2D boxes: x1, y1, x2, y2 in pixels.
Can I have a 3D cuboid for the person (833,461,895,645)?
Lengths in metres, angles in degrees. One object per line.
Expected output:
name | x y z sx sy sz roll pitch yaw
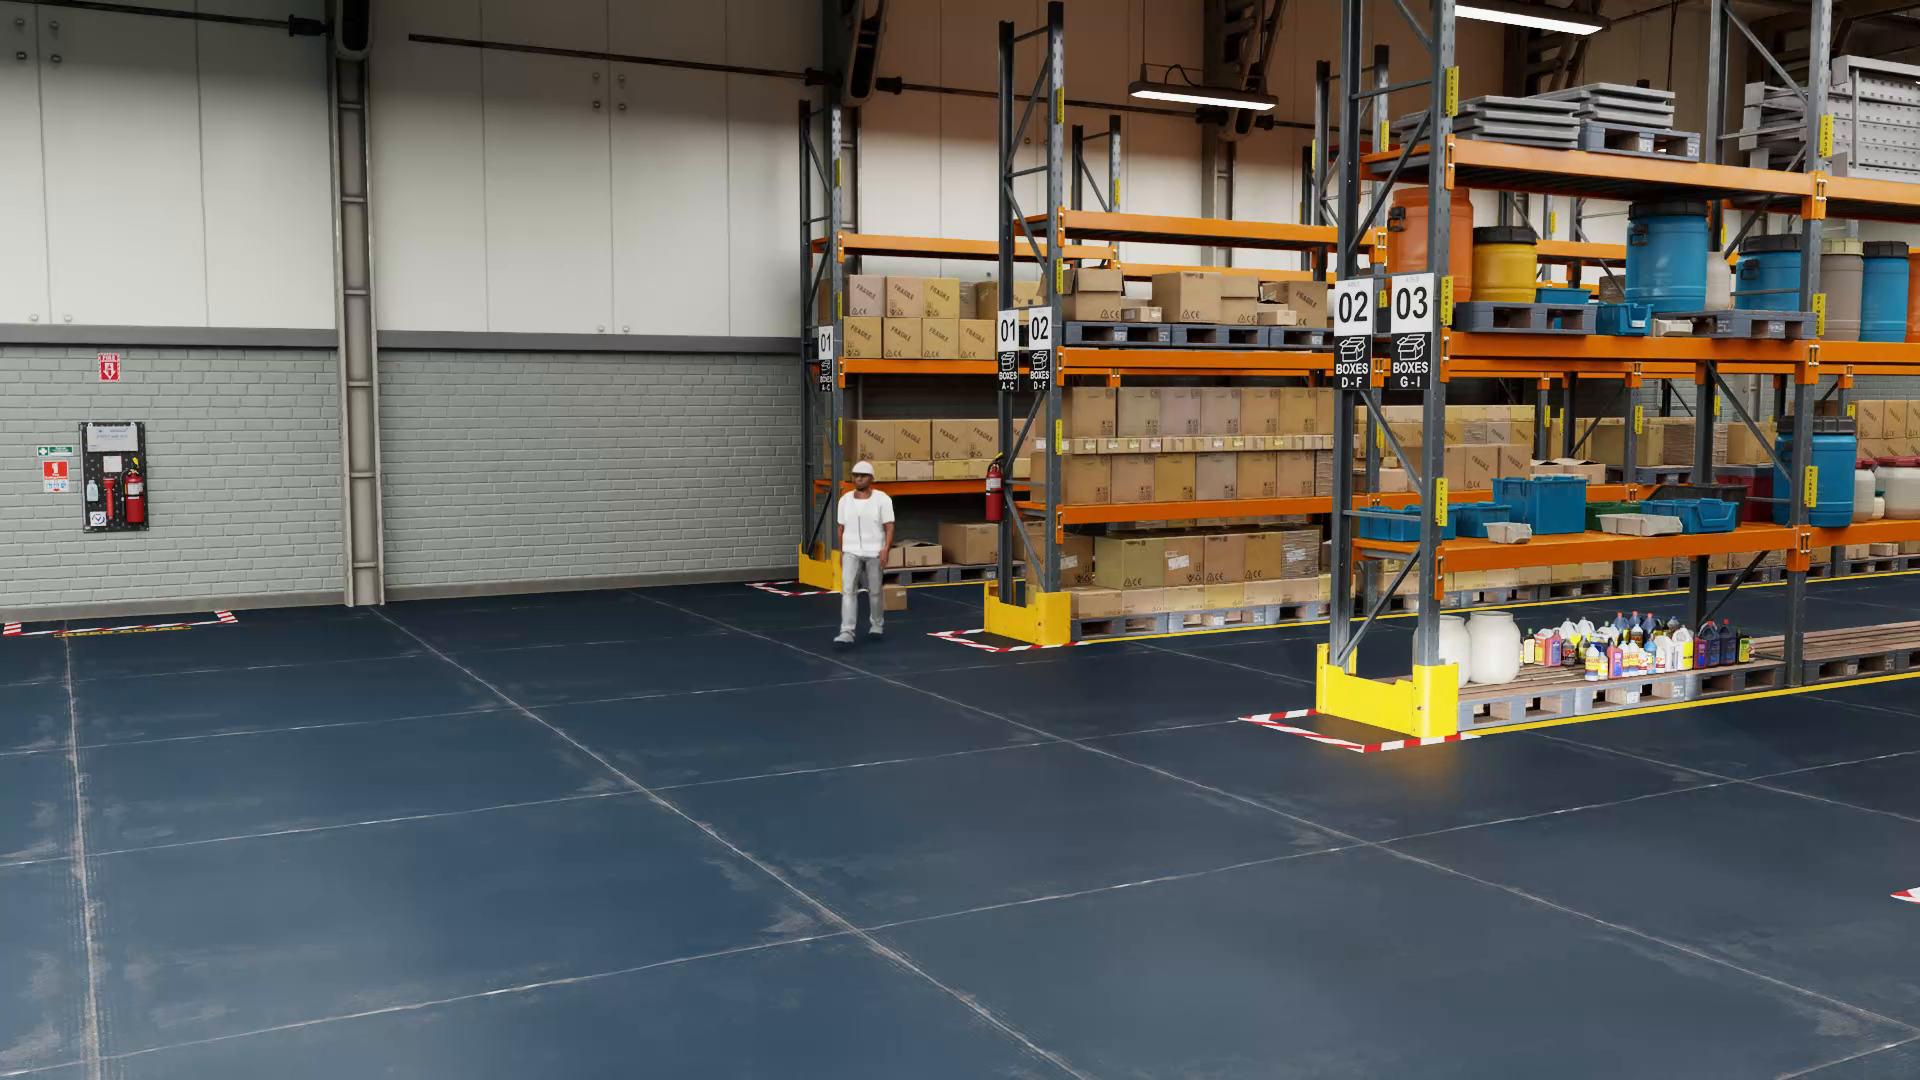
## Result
person | -0.914 0.112 15.731 0.581 1.707 1.077 1 5 8
